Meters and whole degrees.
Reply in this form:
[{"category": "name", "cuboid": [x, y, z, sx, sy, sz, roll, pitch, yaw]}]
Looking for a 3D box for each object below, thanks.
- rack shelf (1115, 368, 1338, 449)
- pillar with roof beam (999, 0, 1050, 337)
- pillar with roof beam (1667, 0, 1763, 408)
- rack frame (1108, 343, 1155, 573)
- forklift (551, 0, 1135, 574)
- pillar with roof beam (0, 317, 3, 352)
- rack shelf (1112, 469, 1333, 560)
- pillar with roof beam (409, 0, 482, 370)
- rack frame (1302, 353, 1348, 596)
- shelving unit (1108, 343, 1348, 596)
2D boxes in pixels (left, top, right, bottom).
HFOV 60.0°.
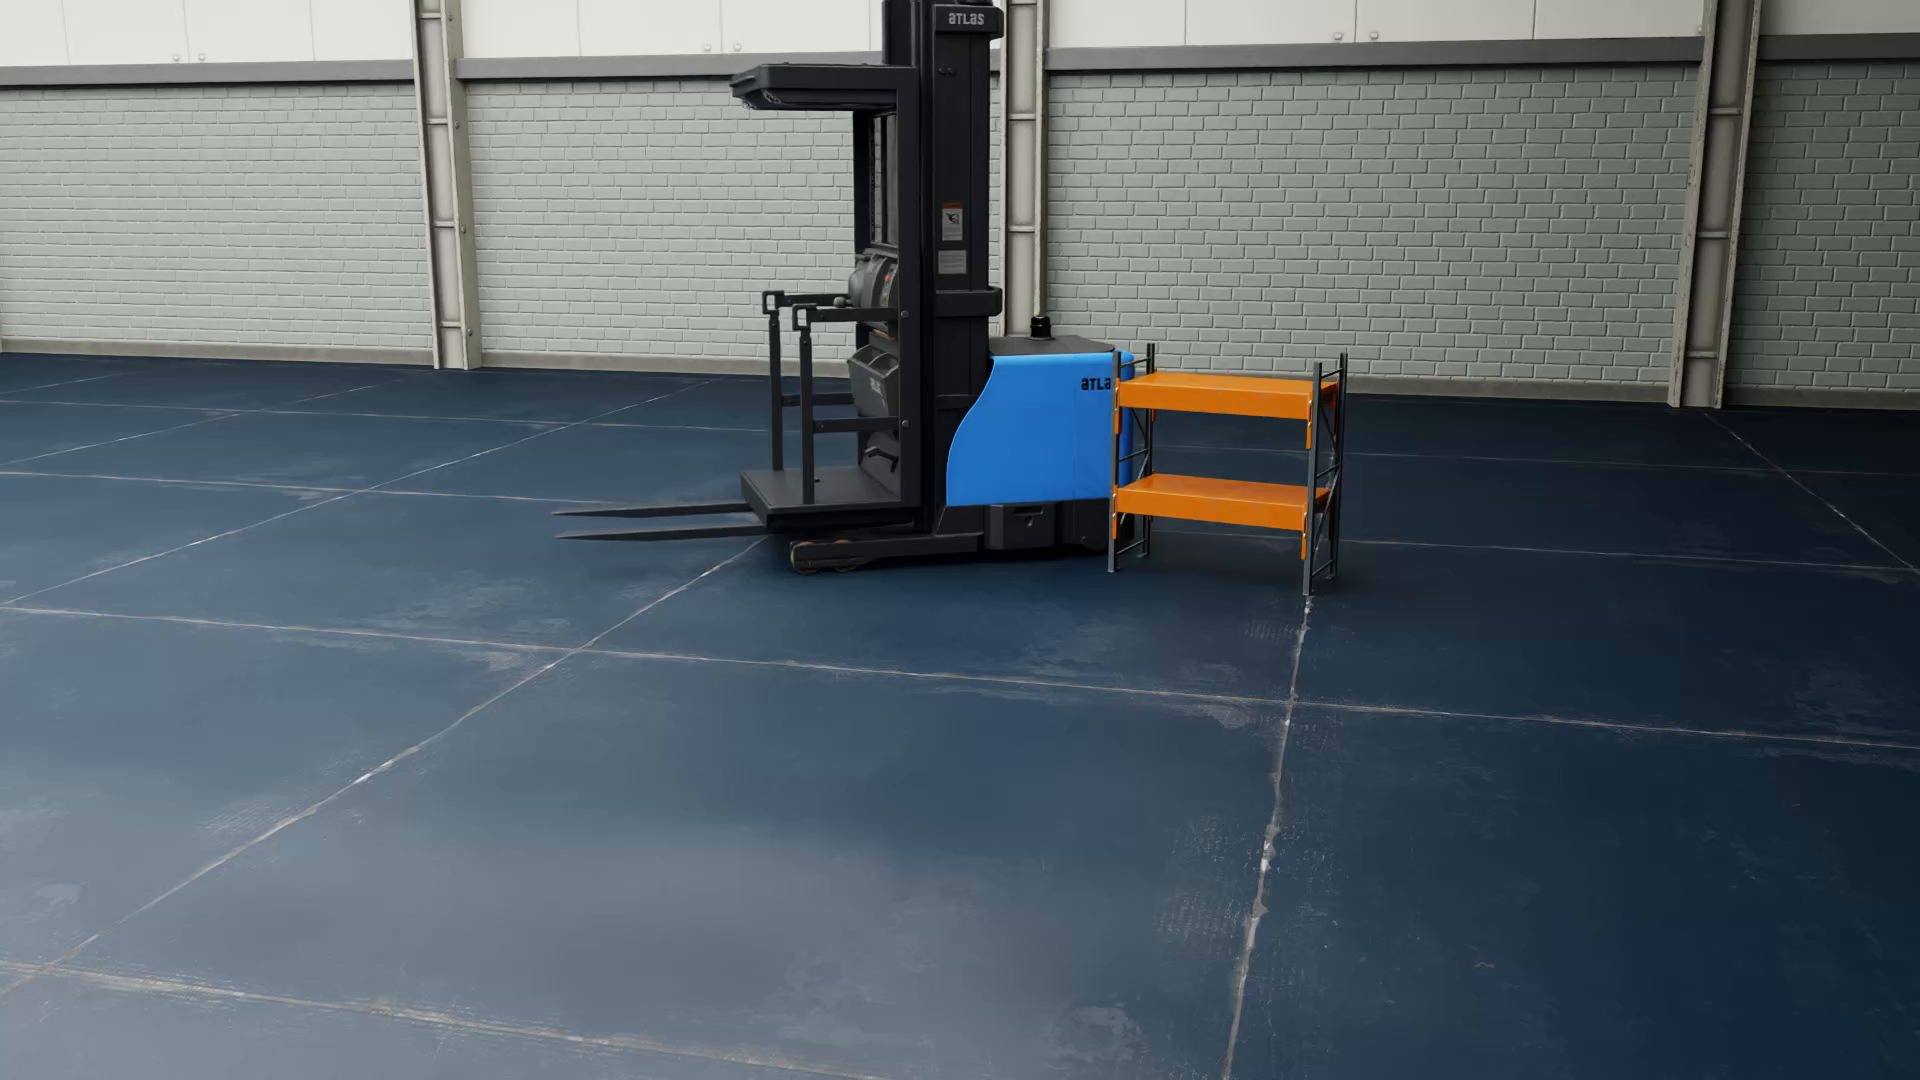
[{"category": "rack shelf", "cuboid": [1.335, -0.665, 8.281, 1.000, 0.278, 0.538, 7, 14, 27]}, {"category": "pillar with roof beam", "cuboid": [-0.436, -4.978, 10.893, 0.400, 9.000, 9.100, 3, 13, 14]}, {"category": "pillar with roof beam", "cuboid": [5.389, -4.666, 9.490, 0.400, 9.000, 9.100, 3, 13, 14]}, {"category": "rack frame", "cuboid": [0.886, -0.431, 8.577, 0.032, 1.125, 0.500, 7, 14, 27]}, {"category": "forklift", "cuboid": [-0.639, -1.383, 8.698, 3.031, 2.935, 1.130, -3, 13, -15]}, {"category": "pillar with roof beam", "cuboid": [-12.087, -5.600, 13.700, 0.400, 9.000, 9.100, 3, 13, 14]}, {"category": "rack shelf", "cuboid": [1.335, -0.140, 8.397, 1.000, 0.278, 0.538, 7, 14, 27]}, {"category": "pillar with roof beam", "cuboid": [-6.261, -5.289, 12.297, 0.400, 9.000, 9.100, 3, 13, 14]}, {"category": "rack frame", "cuboid": [1.784, -0.327, 8.112, 0.032, 1.125, 0.500, 7, 14, 27]}, {"category": "shelving unit", "cuboid": [1.335, -0.379, 8.344, 1.048, 1.125, 0.538, 7, 14, 27]}]
